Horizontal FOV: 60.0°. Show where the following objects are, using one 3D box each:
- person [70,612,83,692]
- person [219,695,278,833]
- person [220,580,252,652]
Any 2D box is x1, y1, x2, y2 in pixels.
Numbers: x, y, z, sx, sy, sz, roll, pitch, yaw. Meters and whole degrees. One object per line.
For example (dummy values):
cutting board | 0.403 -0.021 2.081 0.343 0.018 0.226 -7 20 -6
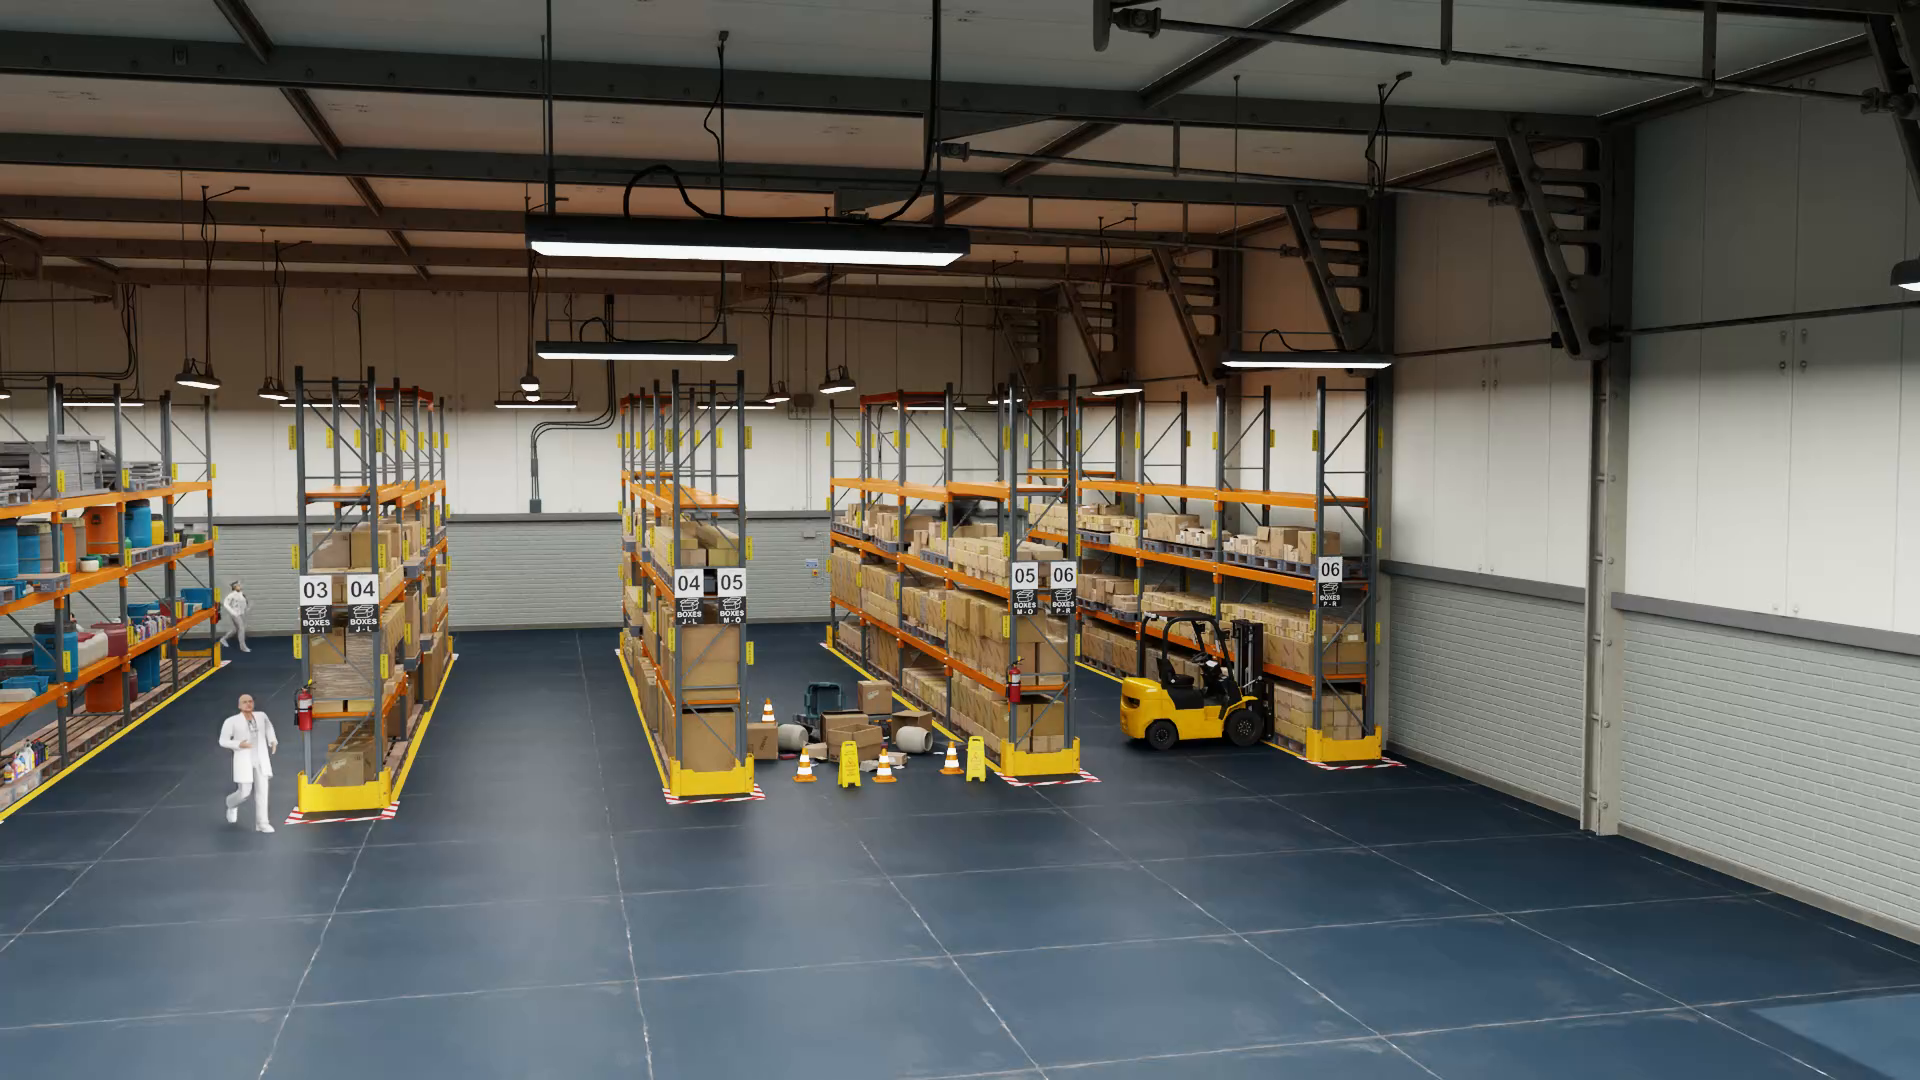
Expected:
person | -17.408 2.233 32.544 0.586 1.691 0.832 -1 4 -15
person | -9.094 2.856 21.368 0.730 1.730 1.031 -3 5 -41
person | -17.172 1.791 39.428 0.812 1.705 0.608 1 3 8
